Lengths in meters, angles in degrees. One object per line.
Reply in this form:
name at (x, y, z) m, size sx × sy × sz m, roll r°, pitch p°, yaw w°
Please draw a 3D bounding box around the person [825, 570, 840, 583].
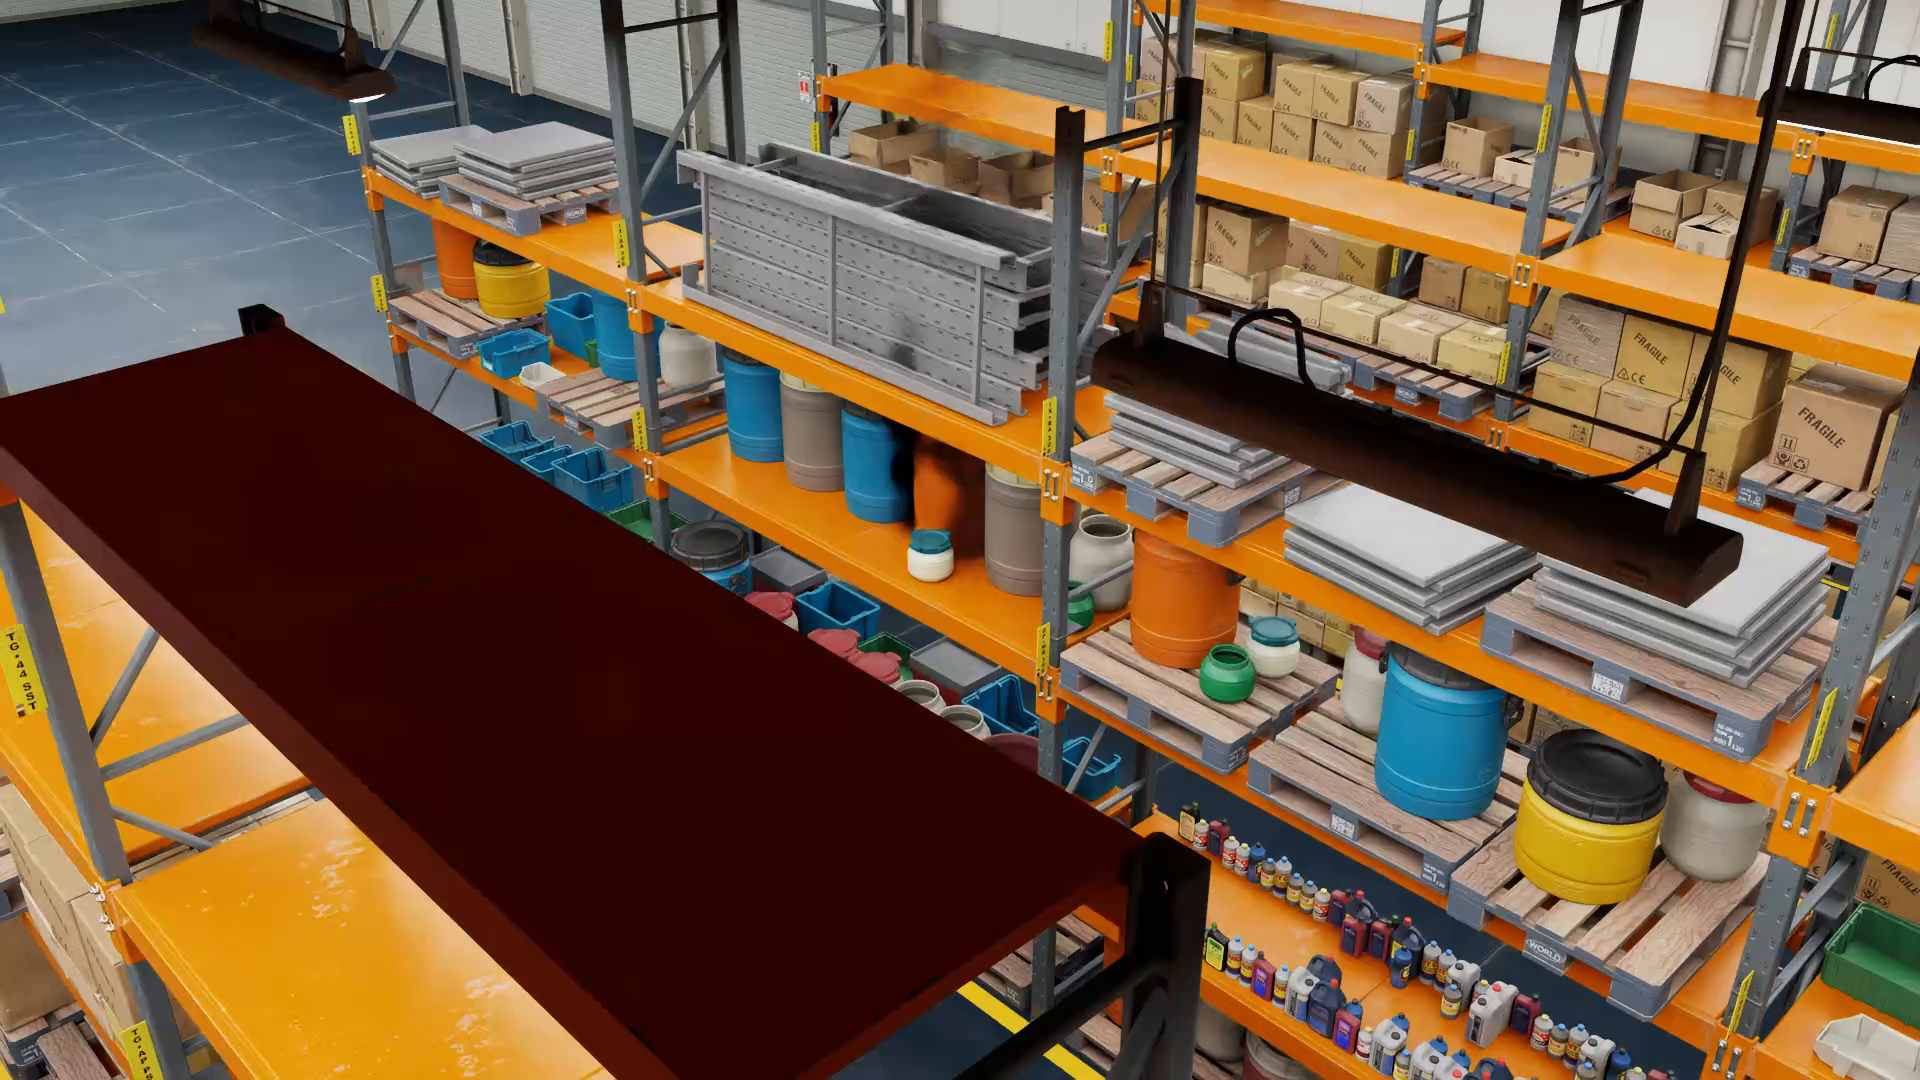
person at (-1.406, -0.161, 15.237) m, size 0.600 × 1.705 × 0.631 m, roll 19°, pitch 34°, yaw 31°
